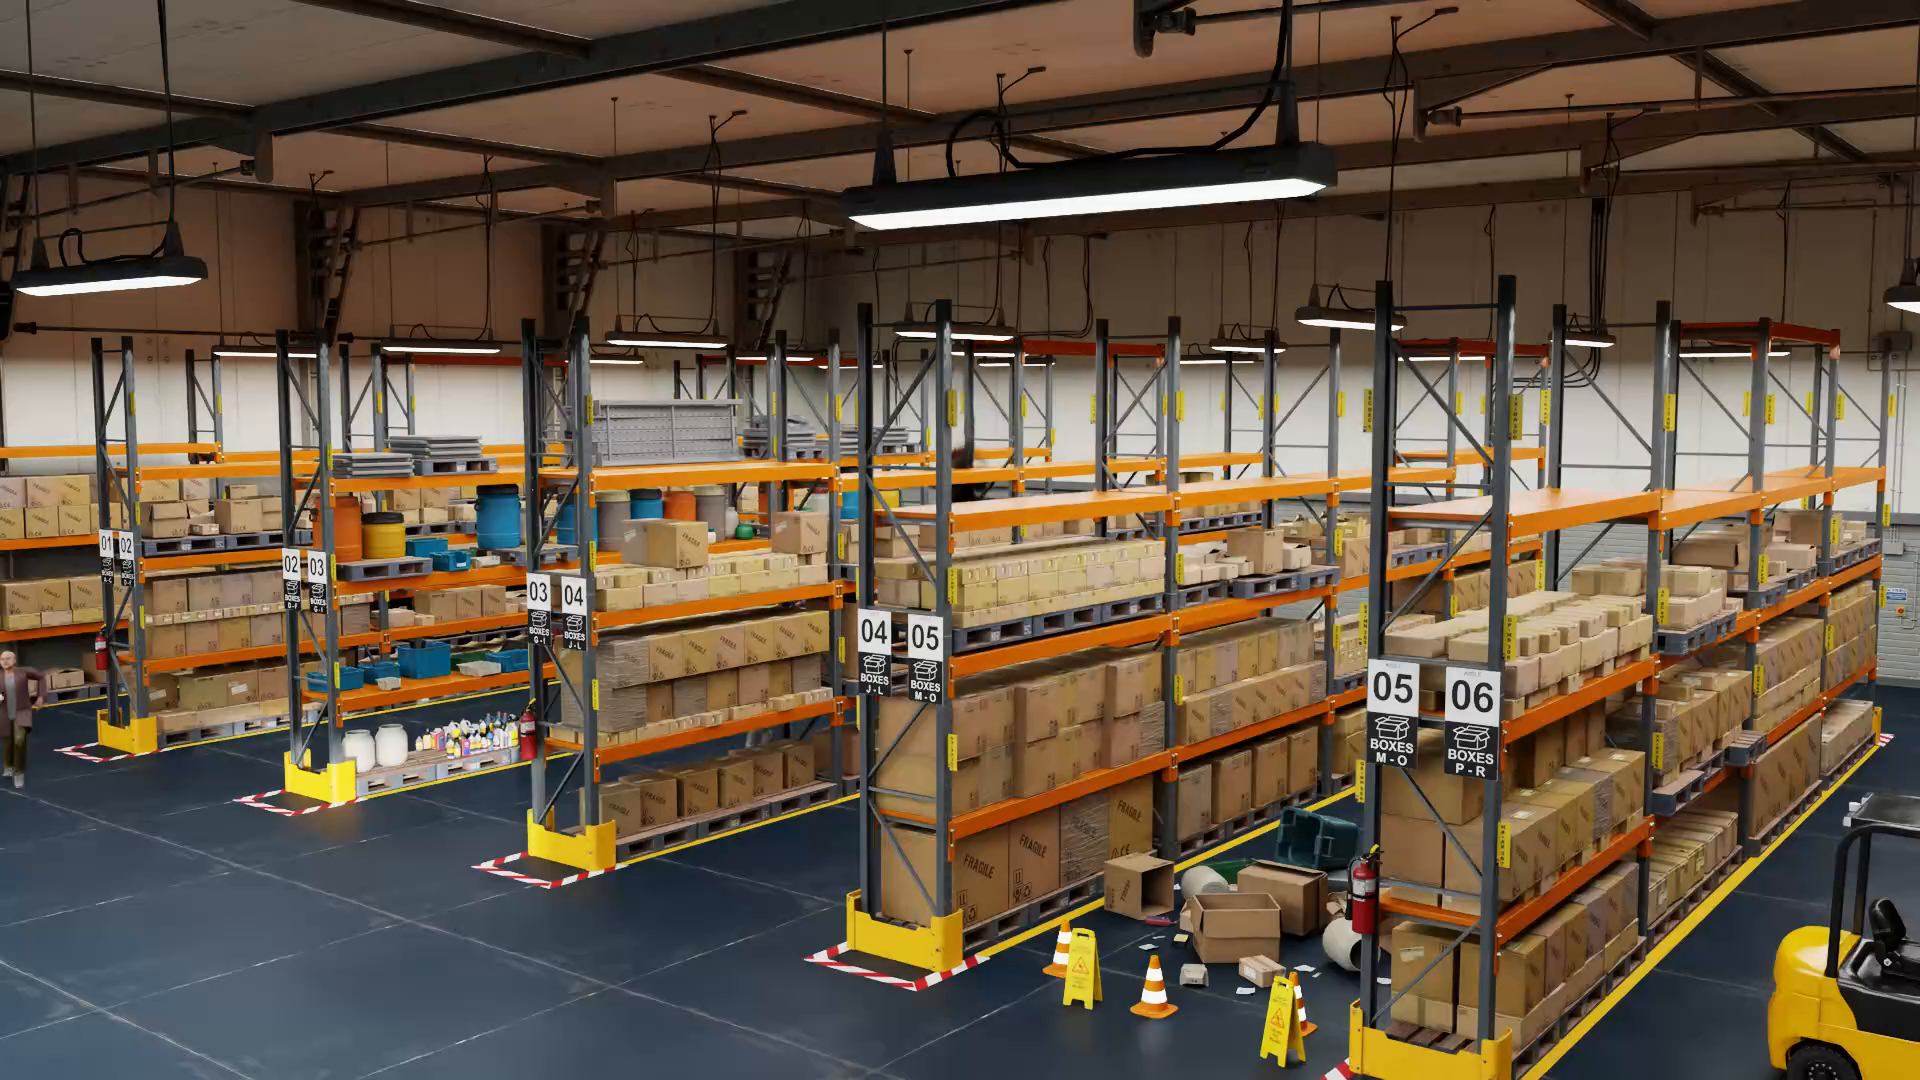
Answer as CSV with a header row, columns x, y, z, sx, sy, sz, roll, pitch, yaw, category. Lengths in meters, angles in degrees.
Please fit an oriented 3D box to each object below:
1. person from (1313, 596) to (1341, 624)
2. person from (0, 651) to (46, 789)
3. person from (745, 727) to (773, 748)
x,y,z,sx,sy,sz,roll,pitch,yaw,category
6.792,1.706,30.656,0.590,1.630,0.600,-2,5,-18,person
-12.554,2.363,22.093,0.733,1.824,0.971,-2,5,-21,person
-2.959,2.193,23.942,0.640,1.796,0.890,3,6,34,person
